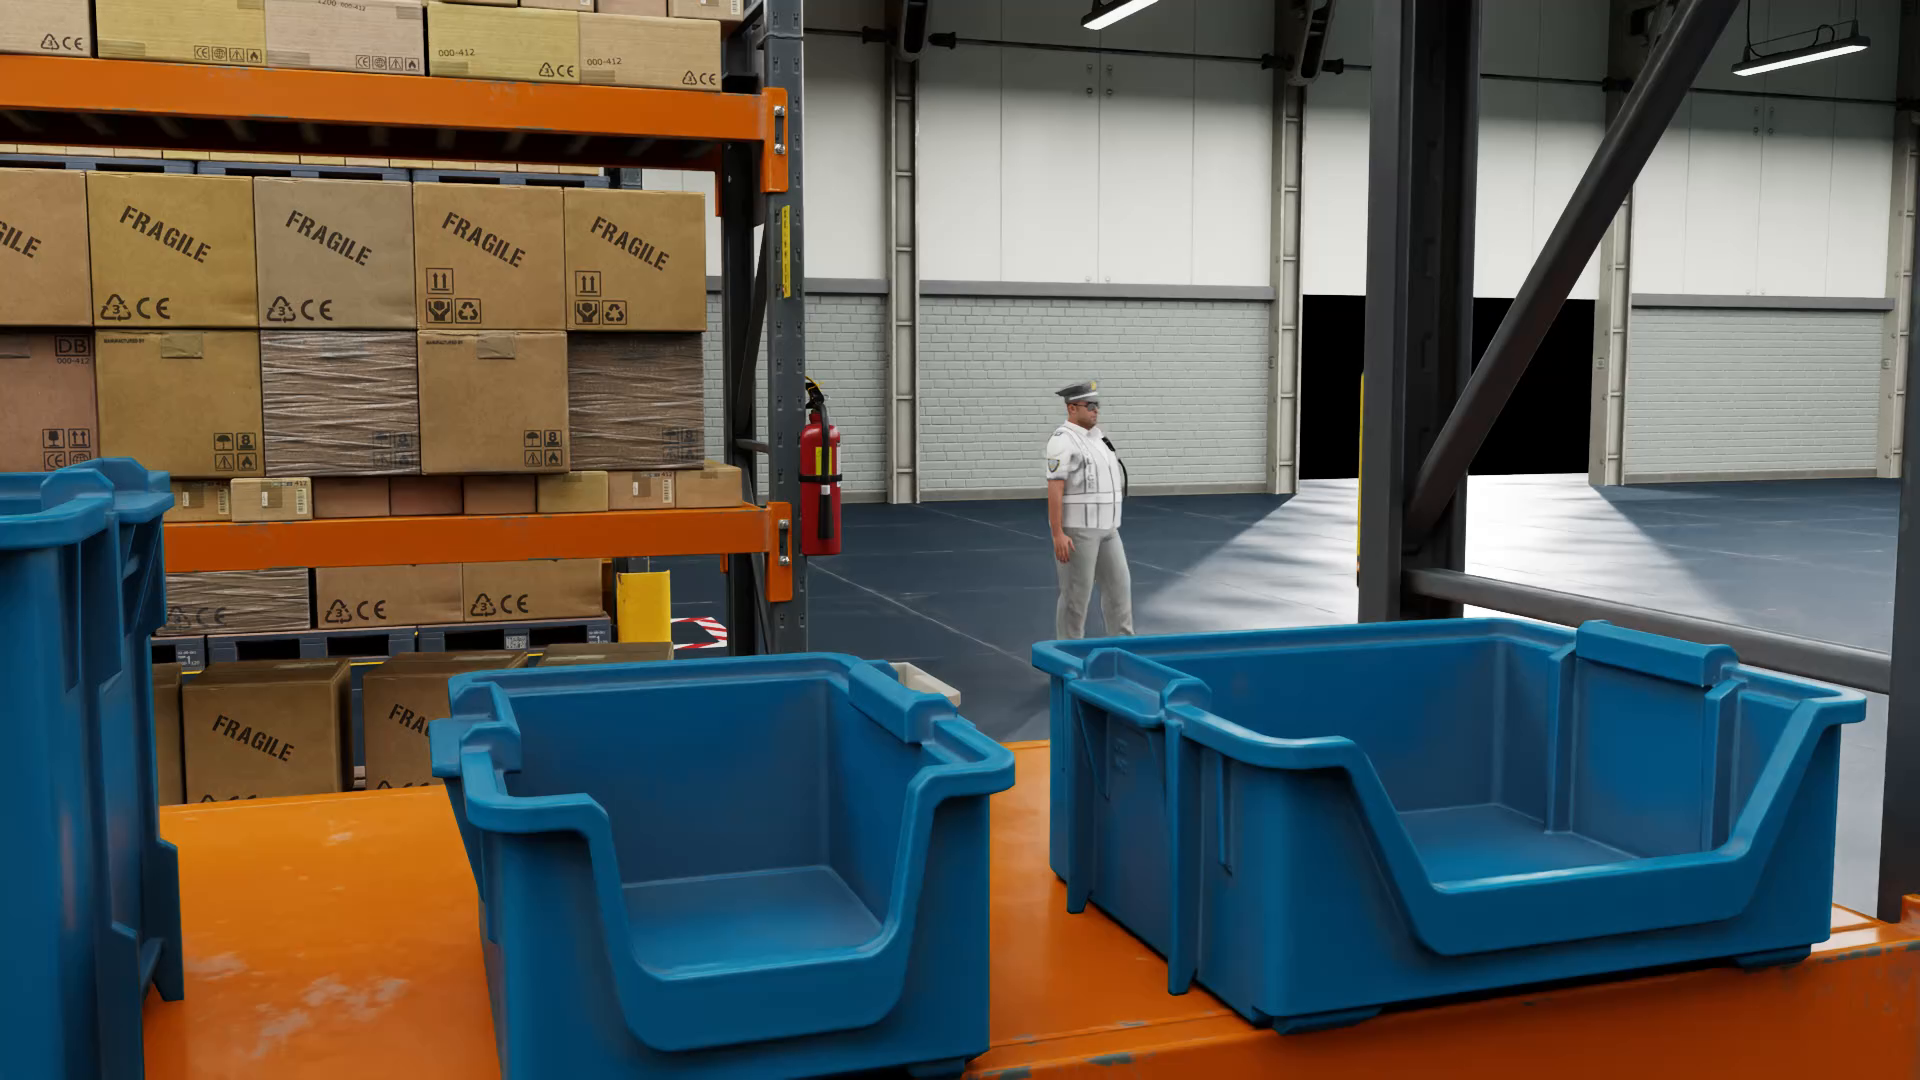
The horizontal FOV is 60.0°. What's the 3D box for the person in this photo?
[{"bbox_3d":[0.844,-0.053,9.770,0.605,1.768,0.569,4,7,35],"label":"person"}]
